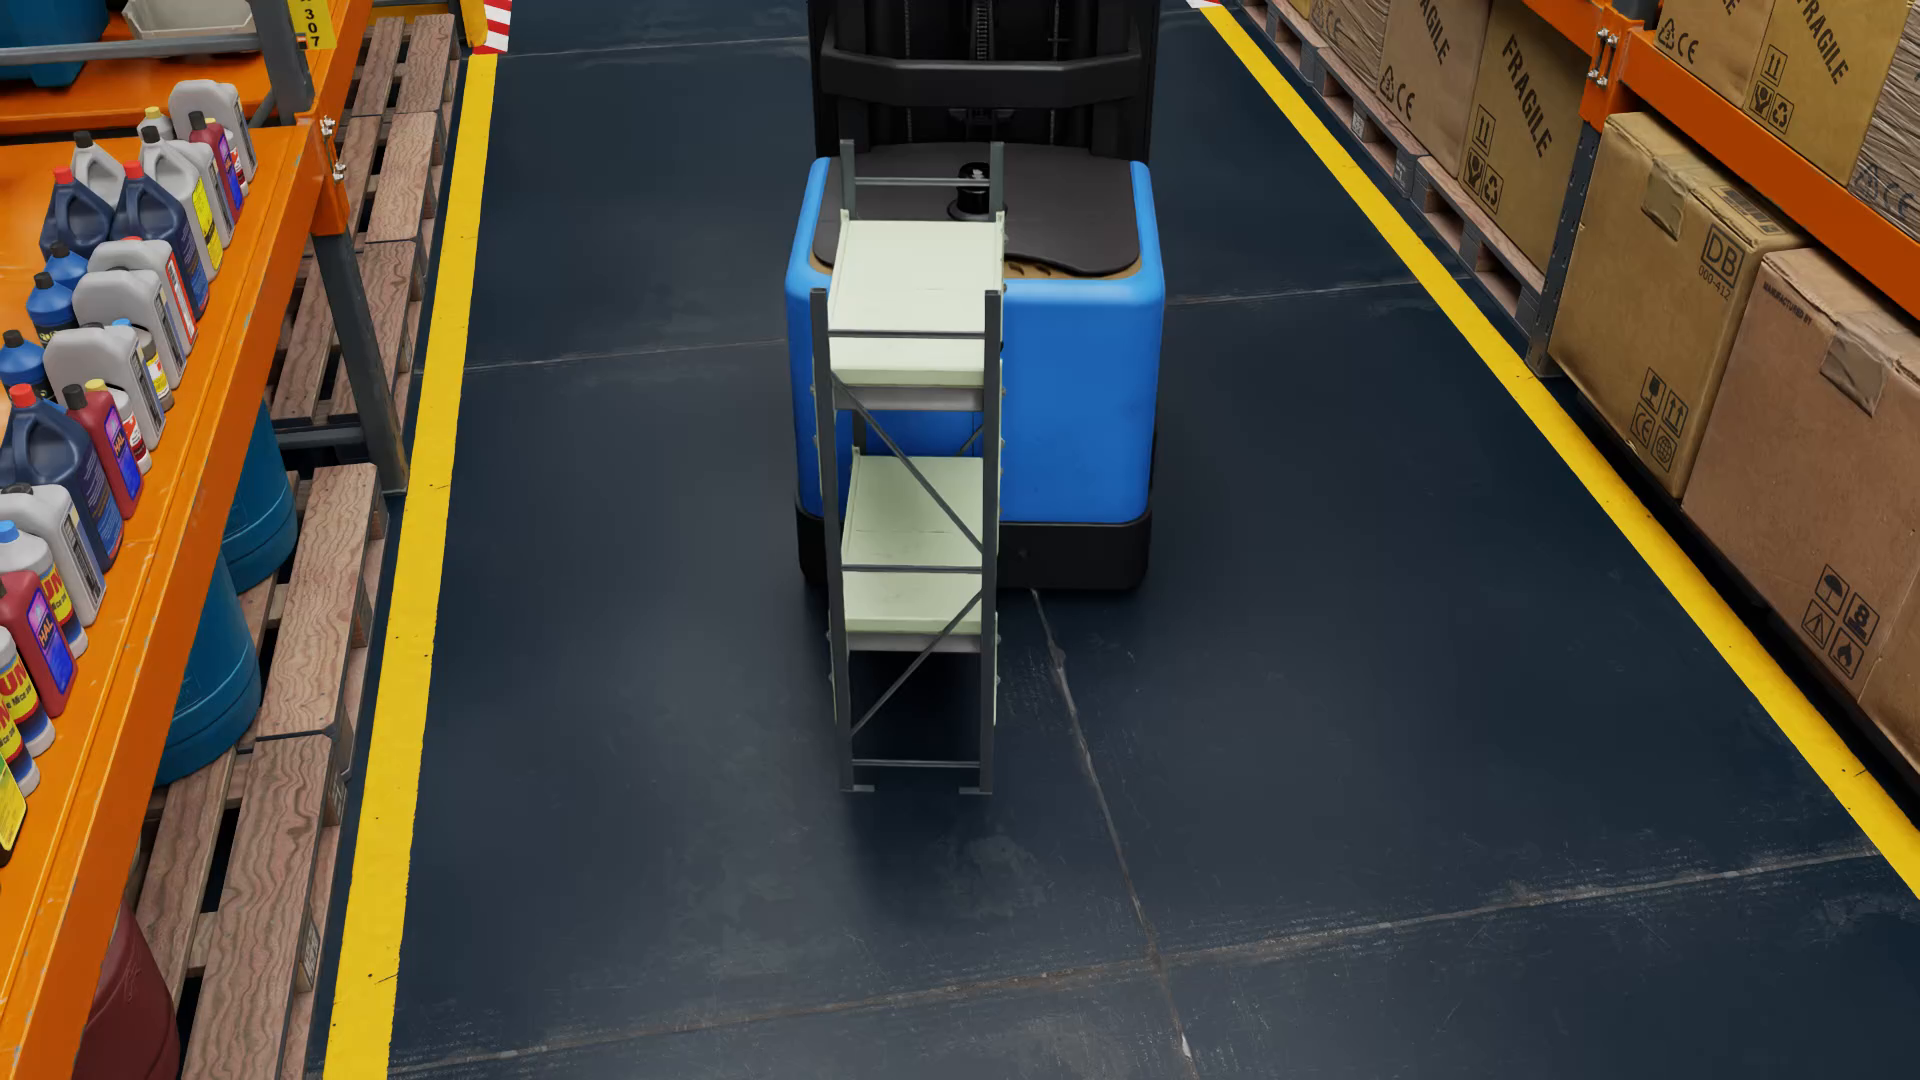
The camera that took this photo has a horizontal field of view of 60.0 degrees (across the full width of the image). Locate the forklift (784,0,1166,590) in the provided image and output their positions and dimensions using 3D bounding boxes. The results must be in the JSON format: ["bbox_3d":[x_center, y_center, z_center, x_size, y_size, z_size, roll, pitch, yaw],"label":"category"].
[{"bbox_3d":[0.080,-1.888,5.291,1.130,2.935,3.031,1,38,1],"label":"forklift"}]

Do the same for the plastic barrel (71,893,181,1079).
[{"bbox_3d":[-1.911,0.911,3.256,0.600,0.588,0.708,-6,38,-8],"label":"plastic barrel"}]

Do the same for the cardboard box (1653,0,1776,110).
[{"bbox_3d":[2.399,-1.584,4.762,0.500,0.500,0.500,-6,38,-8],"label":"cardboard box"}]

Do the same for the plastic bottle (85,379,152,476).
[{"bbox_3d":[-1.660,-0.221,3.251,0.097,0.201,0.097,0,38,0],"label":"plastic bottle"}]

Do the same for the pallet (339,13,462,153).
[{"bbox_3d":[-2.906,-2.129,7.818,1.003,0.211,1.213,-6,38,-8],"label":"pallet"}]

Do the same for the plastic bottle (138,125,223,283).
[{"bbox_3d":[-1.828,-0.777,3.845,0.144,0.351,0.185,-6,38,-8],"label":"plastic bottle"}]

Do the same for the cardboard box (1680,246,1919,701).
[{"bbox_3d":[2.854,-0.252,4.518,1.225,0.875,0.875,-7,38,-10],"label":"cardboard box"}]

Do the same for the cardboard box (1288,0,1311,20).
[{"bbox_3d":[2.055,-3.214,8.331,0.875,0.875,0.875,-6,38,-8],"label":"cardboard box"}]

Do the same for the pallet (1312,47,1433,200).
[{"bbox_3d":[2.291,-1.954,7.593,1.003,0.211,1.213,-6,38,-8],"label":"pallet"}]

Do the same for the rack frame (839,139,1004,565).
[{"bbox_3d":[-0.093,-0.377,4.513,0.400,1.500,0.023,1,38,1],"label":"rack frame"}]

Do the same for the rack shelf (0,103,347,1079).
[{"bbox_3d":[-1.961,0.176,3.165,1.077,0.370,4.000,-6,38,-8],"label":"rack shelf"}]

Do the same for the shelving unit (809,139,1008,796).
[{"bbox_3d":[-0.104,-0.152,4.224,0.431,1.500,0.755,1,38,1],"label":"shelving unit"}]

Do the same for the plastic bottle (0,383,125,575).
[{"bbox_3d":[-1.635,-0.111,2.988,0.144,0.351,0.185,-6,38,-8],"label":"plastic bottle"}]

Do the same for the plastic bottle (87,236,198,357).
[{"bbox_3d":[-1.772,-0.539,3.599,0.152,0.276,0.135,-6,38,-8],"label":"plastic bottle"}]

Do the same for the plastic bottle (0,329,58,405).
[{"bbox_3d":[-1.827,-0.291,3.284,0.097,0.271,0.097,0,38,0],"label":"plastic bottle"}]

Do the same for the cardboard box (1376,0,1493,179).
[{"bbox_3d":[2.370,-2.126,6.932,0.875,0.875,0.875,-6,38,-8],"label":"cardboard box"}]

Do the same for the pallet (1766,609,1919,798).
[{"bbox_3d":[2.992,0.449,4.500,1.003,0.211,1.213,-6,38,-8],"label":"pallet"}]

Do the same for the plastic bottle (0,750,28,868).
[{"bbox_3d":[-1.468,0.345,2.456,0.061,0.283,0.133,-6,38,-8],"label":"plastic bottle"}]

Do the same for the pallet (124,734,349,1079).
[{"bbox_3d":[-2.000,0.994,3.798,1.003,0.211,1.213,-6,38,-8],"label":"pallet"}]

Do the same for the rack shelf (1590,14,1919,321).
[{"bbox_3d":[2.915,-0.357,3.851,1.077,0.370,4.000,-6,38,-8],"label":"rack shelf"}]

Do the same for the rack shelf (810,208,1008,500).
[{"bbox_3d":[-0.104,-0.461,3.984,0.431,0.370,0.720,1,38,1],"label":"rack shelf"}]

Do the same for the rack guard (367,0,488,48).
[{"bbox_3d":[-3.030,-2.758,8.393,1.175,0.500,0.348,-6,38,-8],"label":"rack guard"}]

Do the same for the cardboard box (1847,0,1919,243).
[{"bbox_3d":[2.576,-0.978,3.982,0.500,0.500,0.500,-7,38,-9],"label":"cardboard box"}]

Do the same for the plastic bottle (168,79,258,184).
[{"bbox_3d":[-1.924,-1.064,4.275,0.152,0.276,0.135,-6,38,-8],"label":"plastic bottle"}]

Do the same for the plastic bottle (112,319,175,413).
[{"bbox_3d":[-1.701,-0.361,3.431,0.097,0.201,0.097,0,38,0],"label":"plastic bottle"}]

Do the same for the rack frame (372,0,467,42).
[{"bbox_3d":[-3.013,-3.732,7.609,1.000,3.000,0.127,-6,38,-8],"label":"rack frame"}]

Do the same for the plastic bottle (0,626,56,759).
[{"bbox_3d":[-1.523,0.223,2.622,0.097,0.271,0.097,0,38,0],"label":"plastic bottle"}]

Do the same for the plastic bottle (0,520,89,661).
[{"bbox_3d":[-1.564,0.084,2.802,0.097,0.271,0.097,0,38,0],"label":"plastic bottle"}]

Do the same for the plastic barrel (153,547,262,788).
[{"bbox_3d":[-2.109,0.105,4.038,0.600,0.901,0.708,-6,38,-8],"label":"plastic barrel"}]

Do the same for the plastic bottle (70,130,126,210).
[{"bbox_3d":[-1.970,-0.761,3.825,0.144,0.351,0.185,-6,38,-8],"label":"plastic bottle"}]

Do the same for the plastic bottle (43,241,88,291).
[{"bbox_3d":[-1.891,-0.512,3.569,0.097,0.271,0.097,0,38,0],"label":"plastic bottle"}]

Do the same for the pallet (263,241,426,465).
[{"bbox_3d":[-2.479,-0.655,5.921,1.003,0.211,1.213,-6,38,-8],"label":"pallet"}]

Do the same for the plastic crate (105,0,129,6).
[{"bbox_3d":[-2.772,-1.878,5.398,0.437,0.125,0.590,-6,38,-8],"label":"plastic crate"}]

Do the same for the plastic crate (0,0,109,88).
[{"bbox_3d":[-2.729,-1.579,4.801,0.392,0.384,0.575,-6,38,-8],"label":"plastic crate"}]

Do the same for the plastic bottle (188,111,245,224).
[{"bbox_3d":[-1.839,-0.932,4.100,0.061,0.283,0.133,-6,38,-8],"label":"plastic bottle"}]
